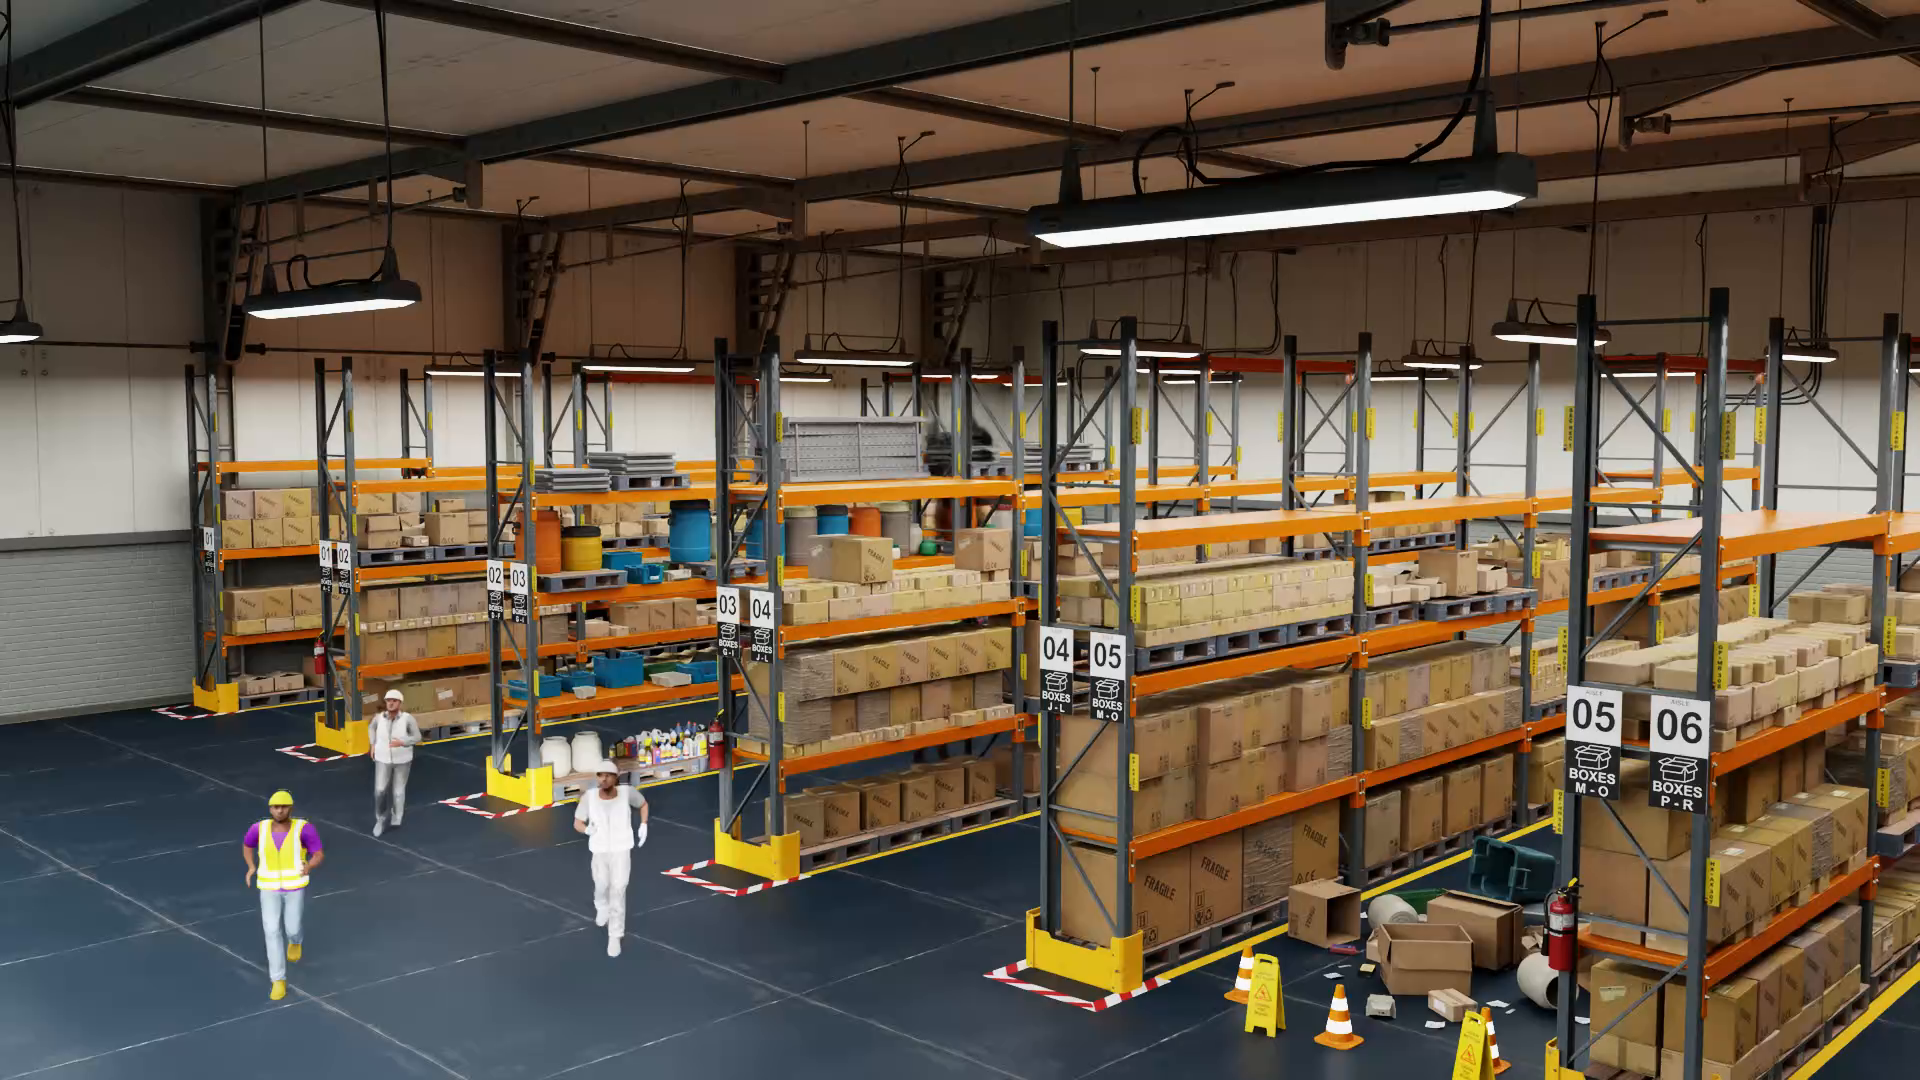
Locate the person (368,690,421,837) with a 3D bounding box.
[{"bbox_3d":[-6.955,2.727,20.455,0.651,1.798,0.686,-1,4,-13],"label":"person"}]

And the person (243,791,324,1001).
[{"bbox_3d":[-6.104,3.133,15.000,0.700,1.773,0.968,-1,5,-17],"label":"person"}]

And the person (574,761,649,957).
[{"bbox_3d":[-3.396,3.028,16.211,0.695,1.808,0.988,0,4,-4],"label":"person"}]

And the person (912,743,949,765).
[{"bbox_3d":[-0.422,2.512,23.440,0.625,1.782,0.767,2,5,29],"label":"person"}]
